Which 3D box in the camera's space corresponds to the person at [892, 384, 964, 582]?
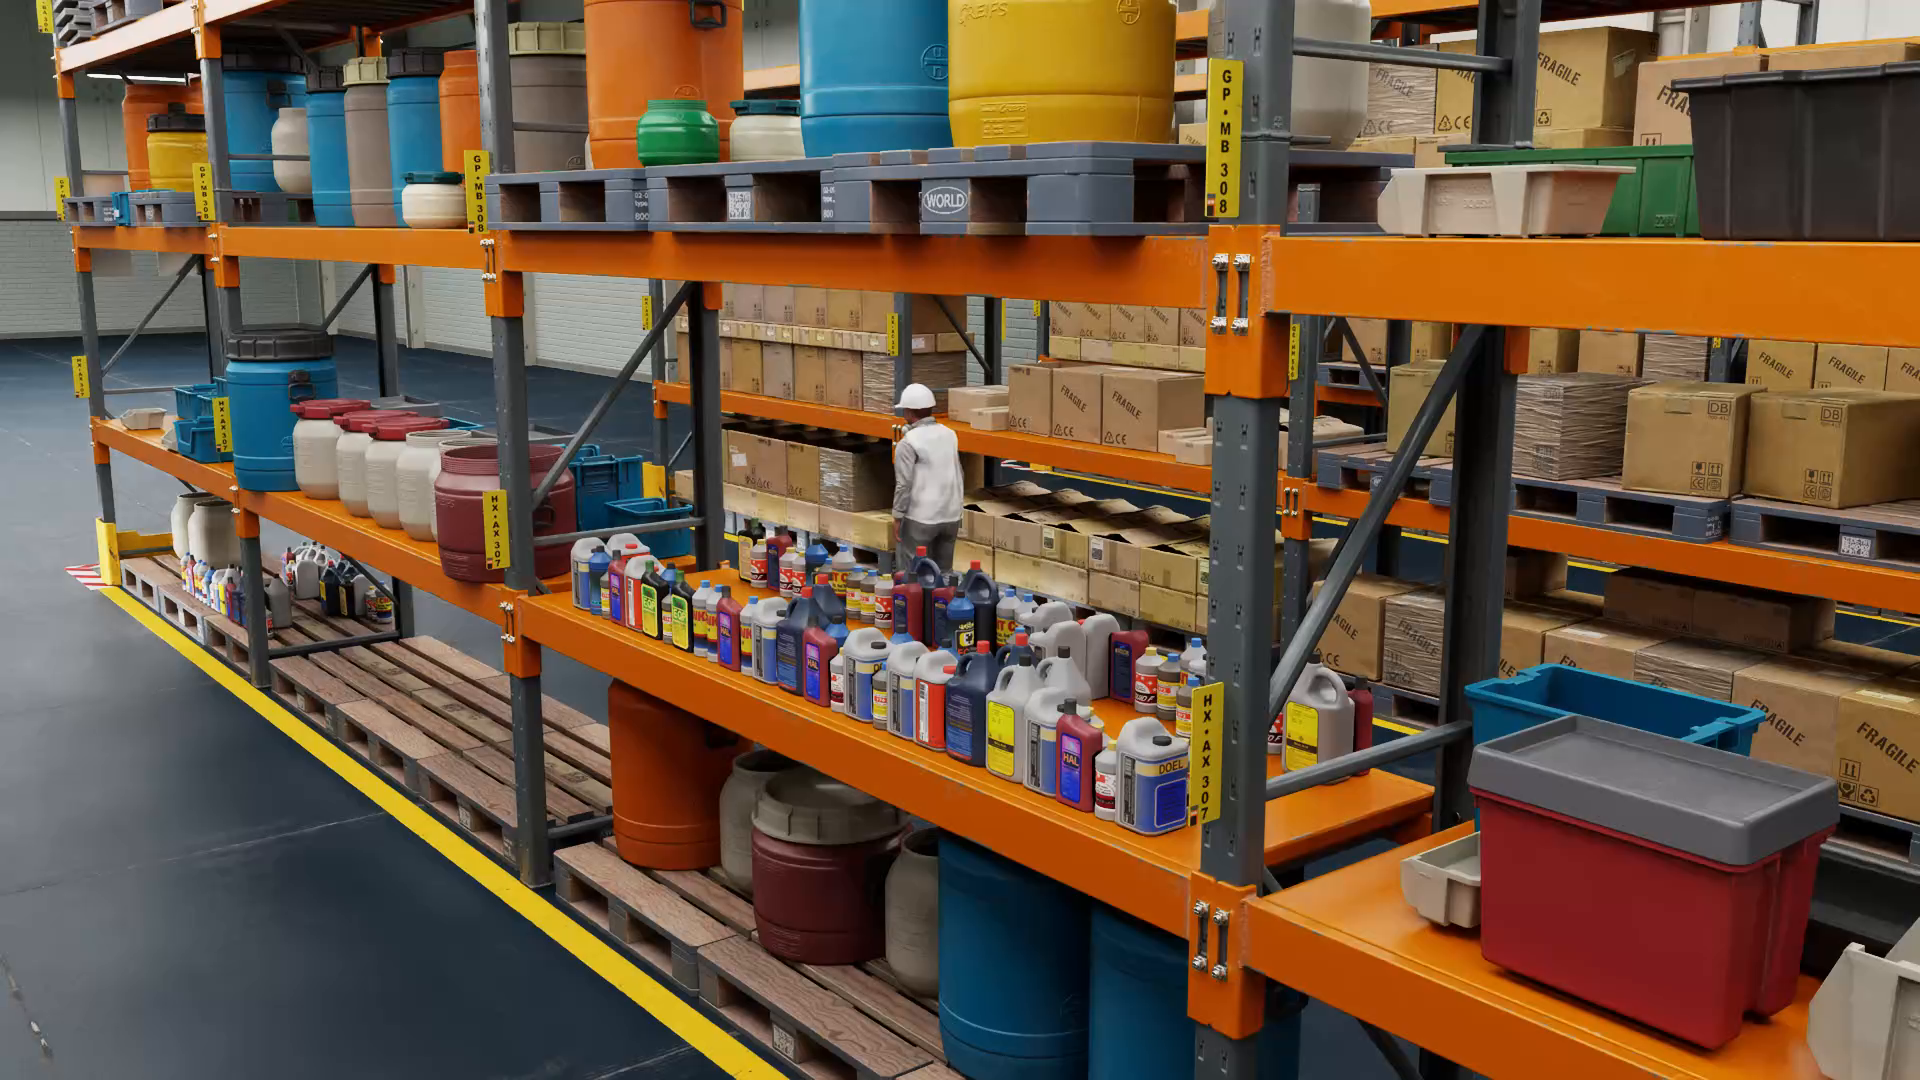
[{"bbox_3d":[-0.225,-0.165,11.225,0.582,1.769,0.467,-10,14,-41],"label":"person"}]
